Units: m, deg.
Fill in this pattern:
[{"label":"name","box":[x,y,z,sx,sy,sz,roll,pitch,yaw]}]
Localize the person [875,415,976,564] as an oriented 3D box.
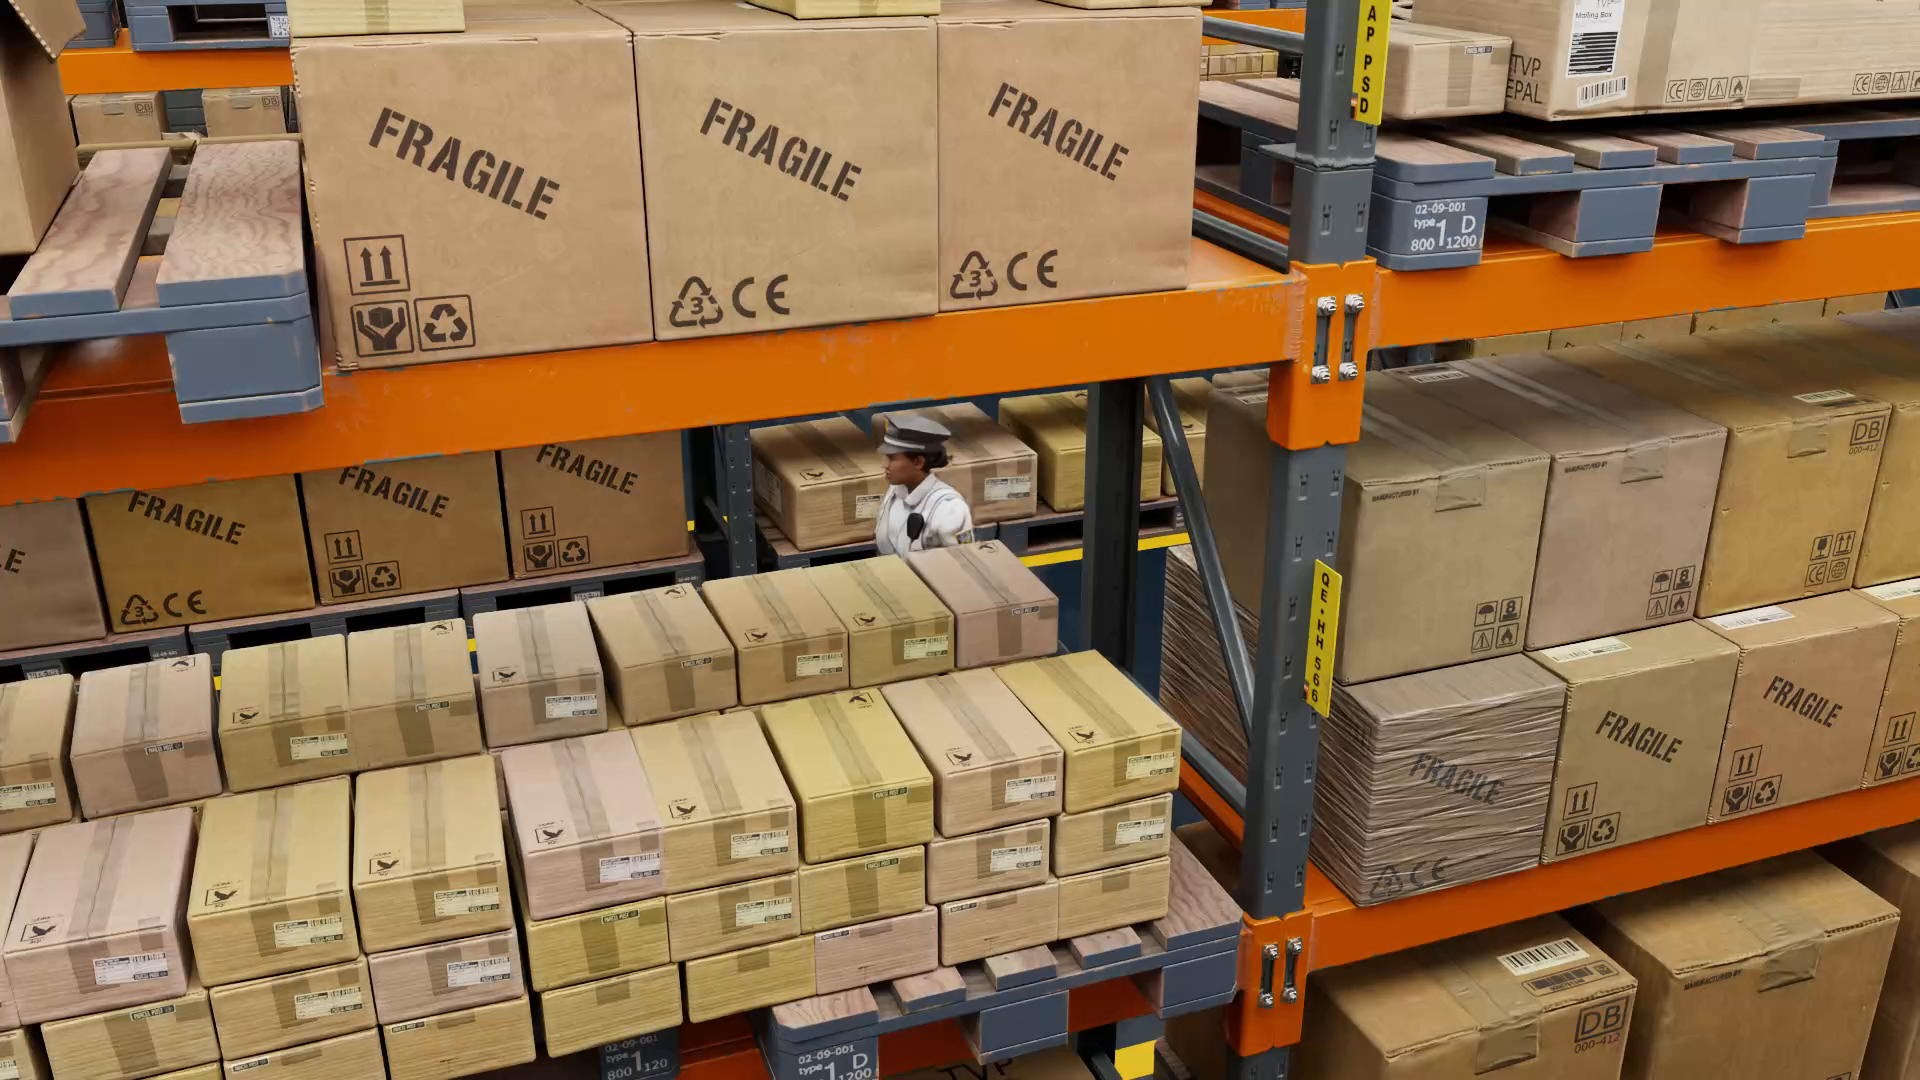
[{"label":"person","box":[-0.050,0.307,6.330,0.493,1.674,0.535,-15,27,-31]}]
